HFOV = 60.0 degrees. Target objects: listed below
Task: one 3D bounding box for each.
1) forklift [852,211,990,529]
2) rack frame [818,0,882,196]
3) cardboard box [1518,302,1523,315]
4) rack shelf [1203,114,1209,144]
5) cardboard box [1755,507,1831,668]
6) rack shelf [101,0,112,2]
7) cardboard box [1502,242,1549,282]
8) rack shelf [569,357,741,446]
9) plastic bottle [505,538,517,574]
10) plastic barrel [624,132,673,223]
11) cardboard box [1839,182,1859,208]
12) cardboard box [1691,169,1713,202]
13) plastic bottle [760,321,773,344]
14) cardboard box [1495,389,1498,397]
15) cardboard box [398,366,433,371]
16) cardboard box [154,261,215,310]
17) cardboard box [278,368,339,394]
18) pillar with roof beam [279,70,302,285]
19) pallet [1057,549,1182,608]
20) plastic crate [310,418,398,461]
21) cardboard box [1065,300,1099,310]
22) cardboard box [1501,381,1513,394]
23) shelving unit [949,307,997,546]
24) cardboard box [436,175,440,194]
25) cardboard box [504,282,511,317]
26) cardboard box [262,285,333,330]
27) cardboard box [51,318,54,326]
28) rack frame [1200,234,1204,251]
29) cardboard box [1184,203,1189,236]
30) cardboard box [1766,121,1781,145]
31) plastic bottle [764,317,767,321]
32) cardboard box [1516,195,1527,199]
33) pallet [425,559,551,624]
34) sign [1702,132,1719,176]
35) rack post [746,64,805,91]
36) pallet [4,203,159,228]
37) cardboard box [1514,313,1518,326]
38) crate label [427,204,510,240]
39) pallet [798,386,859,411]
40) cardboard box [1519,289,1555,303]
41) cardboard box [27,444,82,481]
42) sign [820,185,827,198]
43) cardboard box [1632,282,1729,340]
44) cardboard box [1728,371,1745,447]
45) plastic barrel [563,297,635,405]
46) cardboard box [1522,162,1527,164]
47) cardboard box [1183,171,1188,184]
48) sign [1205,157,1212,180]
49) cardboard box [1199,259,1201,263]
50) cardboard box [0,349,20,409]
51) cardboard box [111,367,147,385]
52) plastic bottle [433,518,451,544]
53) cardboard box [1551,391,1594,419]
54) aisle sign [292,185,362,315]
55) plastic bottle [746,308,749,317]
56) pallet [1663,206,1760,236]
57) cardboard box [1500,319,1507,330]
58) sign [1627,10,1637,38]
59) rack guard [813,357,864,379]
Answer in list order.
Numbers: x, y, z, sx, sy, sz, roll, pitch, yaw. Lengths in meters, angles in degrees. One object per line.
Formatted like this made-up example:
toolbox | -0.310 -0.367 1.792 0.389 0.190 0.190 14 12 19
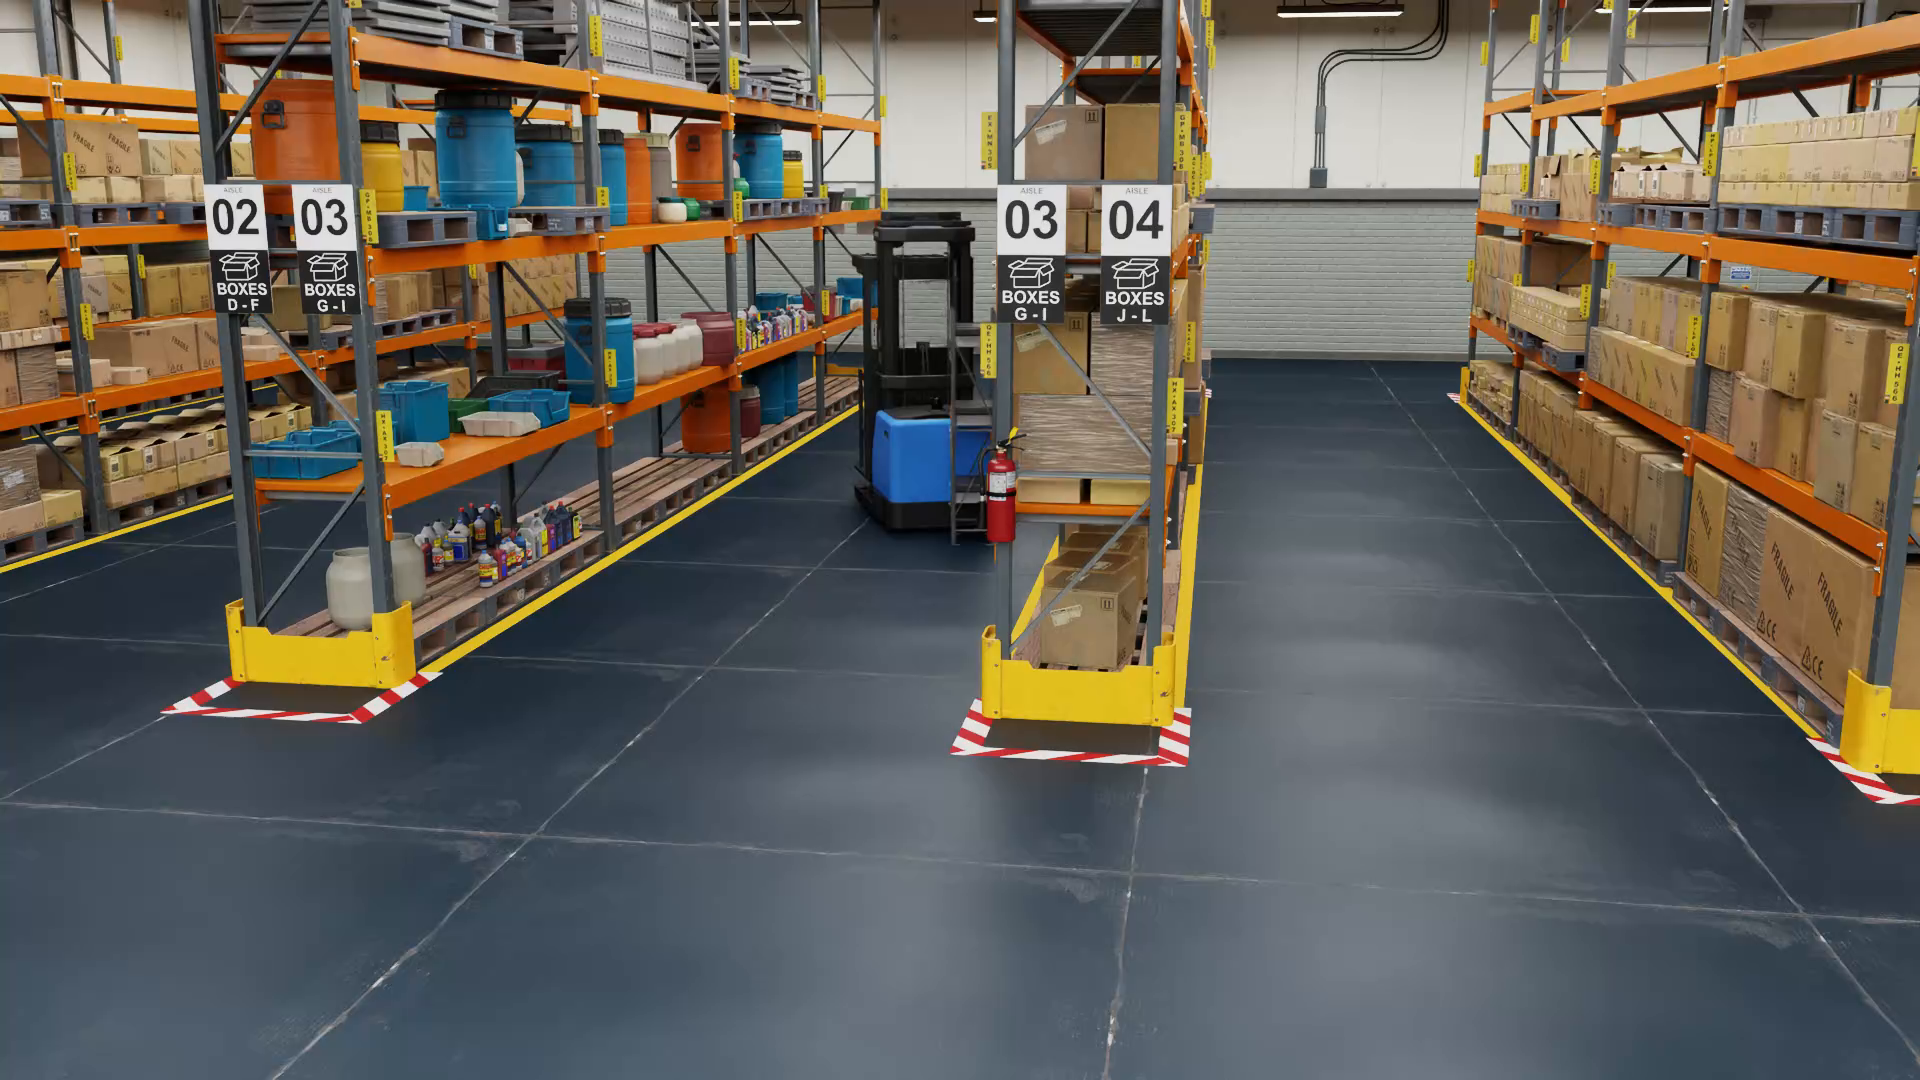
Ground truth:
forklift | -0.463 -1.797 16.632 1.130 2.935 3.031 -3 12 -12
rack frame | -1.716 -6.802 25.451 1.000 3.000 0.127 2 12 9
cardboard box | 6.856 -2.747 19.771 0.380 0.149 0.250 2 12 10
rack shelf | 2.870 -5.678 22.893 1.077 0.370 4.000 2 12 9
cardboard box | 5.775 0.311 10.735 0.875 0.875 0.875 2 12 8
rack shelf | -12.428 -7.147 20.871 1.077 0.370 4.000 2 12 9
cardboard box | 7.327 -3.592 21.479 0.500 0.500 0.500 1 12 7
rack shelf | -3.254 -1.436 16.500 1.077 0.370 4.000 2 12 9
plastic bottle | -3.522 0.121 13.002 0.097 0.271 0.097 0 12 0
plastic barrel | -3.288 -3.751 17.226 0.600 0.901 0.600 0 12 0
cardboard box | 5.436 -2.033 9.804 0.380 0.149 0.250 2 12 9
cardboard box | 6.168 -2.828 13.256 0.500 0.250 0.500 2 12 9
plastic bottle | -2.348 -2.511 20.078 0.152 0.276 0.135 2 12 9
cardboard box | 7.452 -1.998 22.465 0.380 0.149 0.250 1 12 6
cardboard box | -7.541 -2.098 22.754 0.500 0.500 0.500 1 12 6
cardboard box | -11.801 -3.920 25.607 0.980 0.700 0.700 1 12 6
cardboard box | -7.924 -1.939 20.236 0.500 0.250 0.500 2 12 11
pillar with roof beam | -7.691 -7.573 29.031 9.100 9.000 0.548 2 12 9
pallet | 1.264 0.293 13.387 1.003 0.211 1.213 2 12 9
plastic crate | -4.290 -0.715 11.799 0.499 0.251 0.408 2 12 9
cardboard box | 0.629 -1.288 10.789 0.500 0.500 0.500 2 12 9
cardboard box | 7.277 -1.986 21.702 0.380 0.149 0.250 2 12 8
shelving unit | 0.119 -1.026 15.027 0.431 2.100 0.503 0 12 -1
cardboard box | -6.905 -4.928 23.047 0.500 0.250 0.500 2 12 9
cardboard box | -6.802 -3.451 23.904 0.500 0.500 0.500 2 12 10
cardboard box | -7.855 -2.754 19.675 0.700 0.500 0.500 -2 12 -10
cardboard box | -12.184 -2.847 21.889 0.380 0.149 0.250 2 12 10
rack frame | 3.178 -3.709 25.339 1.000 3.000 0.127 2 12 9
cardboard box | 1.520 -2.500 12.968 0.500 0.250 0.500 2 12 11
cardboard box | 5.671 -2.739 11.190 0.380 0.149 0.250 2 12 9
plastic bottle | -2.389 -2.624 20.611 0.097 0.271 0.097 0 12 0
cardboard box | 7.256 -4.198 20.846 0.500 0.250 0.500 2 12 10
pallet | -3.892 0.385 12.962 1.003 0.211 1.213 2 12 9
sign | 5.680 -2.917 12.573 0.100 0.325 0.005 2 12 9
rack post | -2.492 -5.758 20.786 0.937 0.300 0.954 2 12 8
pallet | -8.333 -3.089 15.798 0.805 0.209 1.217 1 12 6
cardboard box | 6.896 -2.652 20.034 0.380 0.149 0.250 2 12 10
crate label | -3.563 -2.311 12.086 0.502 0.251 0.408 2 12 9
pallet | -2.072 -2.082 24.411 1.003 0.211 1.213 2 12 9
cardboard box | 6.854 -2.889 19.722 0.380 0.149 0.250 2 12 9
cardboard box | -8.677 -0.761 15.861 0.500 0.311 0.500 2 12 9
sign | -1.788 -4.489 21.818 0.100 0.325 0.005 2 12 9
cardboard box | 6.601 -2.094 15.235 0.700 0.500 0.500 2 12 8
cardboard box | 6.110 -0.910 11.995 0.875 0.550 0.550 2 12 9
plastic barrel | -3.203 -1.687 14.767 0.600 0.901 0.708 2 12 9
cardboard box | 7.257 -4.656 20.837 0.380 0.149 0.250 2 12 10
cardboard box | 1.515 -3.014 12.864 0.500 0.500 0.500 2 12 7
sign | 3.712 -5.549 24.843 0.100 0.325 0.005 2 12 9
cardboard box | 2.972 -3.508 22.279 0.500 0.500 0.500 2 12 9
cardboard box | -8.593 -1.379 14.290 0.700 0.500 0.500 2 12 8
cardboard box | -8.118 -1.587 16.092 0.380 0.149 0.250 2 12 9
plastic bottle | -4.191 -0.009 13.415 0.144 0.351 0.185 2 12 8
cardboard box | 6.746 -1.468 18.097 0.500 0.250 0.500 2 12 9
aisle sign | -3.899 -1.785 10.241 0.394 0.787 0.004 2 12 9
plastic bottle | -2.810 -2.917 21.942 0.061 0.283 0.133 2 12 9
pallet | 6.310 -2.594 13.501 0.805 0.209 1.217 1 12 6
cardboard box | 7.369 -2.860 21.996 0.380 0.149 0.250 1 12 6
sign | 7.997 -6.144 19.807 0.100 0.325 0.005 2 12 9
rack guard | -1.726 -2.653 26.372 1.175 0.500 0.348 2 12 9
